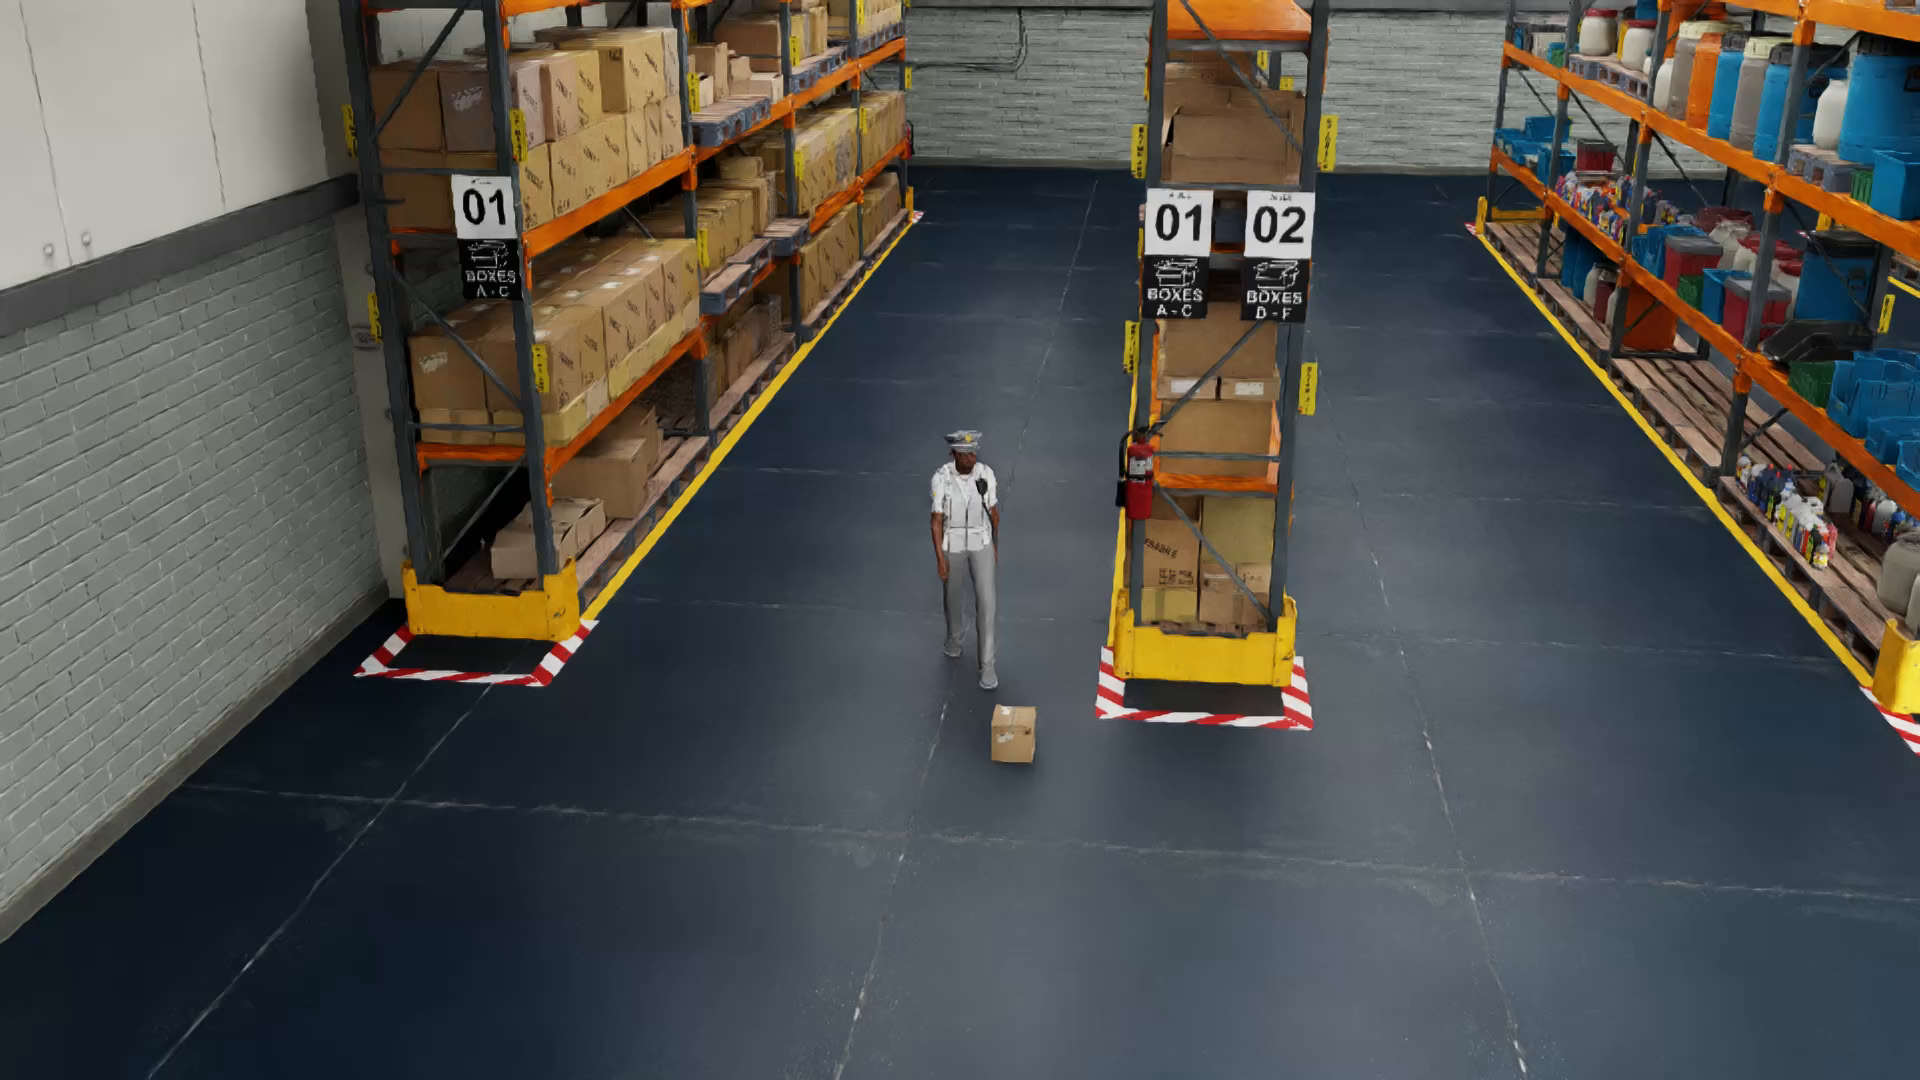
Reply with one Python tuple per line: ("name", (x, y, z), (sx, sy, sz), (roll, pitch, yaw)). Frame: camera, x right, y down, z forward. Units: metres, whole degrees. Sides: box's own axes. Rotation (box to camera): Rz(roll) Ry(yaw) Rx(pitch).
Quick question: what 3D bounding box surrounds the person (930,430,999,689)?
("person", (0.033, 0.066, 10.868), (0.451, 1.653, 0.792), (-1, 21, -2))
